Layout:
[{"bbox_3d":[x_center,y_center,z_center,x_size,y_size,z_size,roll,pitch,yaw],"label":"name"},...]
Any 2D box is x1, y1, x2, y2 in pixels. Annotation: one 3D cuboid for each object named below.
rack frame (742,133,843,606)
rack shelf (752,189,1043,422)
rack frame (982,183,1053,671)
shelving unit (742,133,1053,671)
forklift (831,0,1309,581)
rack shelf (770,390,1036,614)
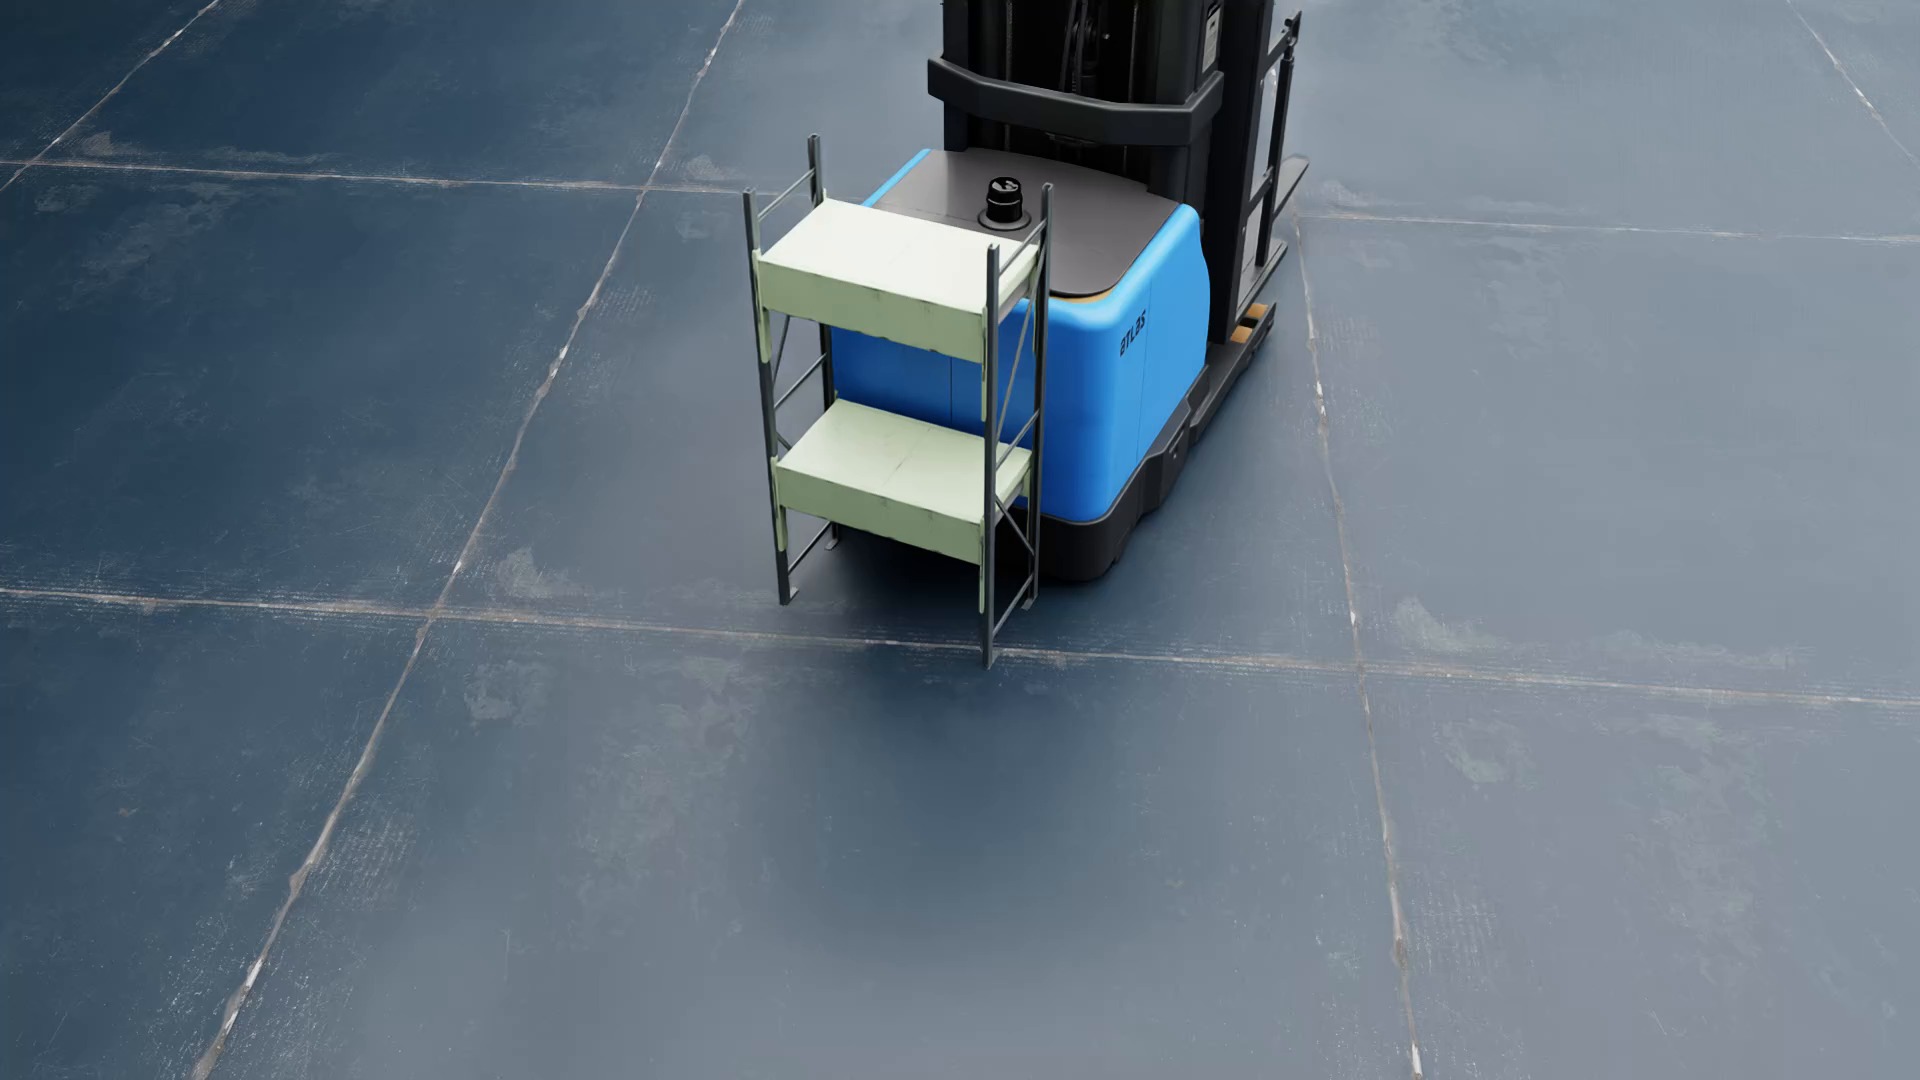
[{"bbox_3d":[-0.501,-0.480,5.152,0.023,1.500,0.400,16,42,19],"label":"rack frame"},{"bbox_3d":[-0.169,-0.685,4.786,0.720,0.370,0.431,16,42,19],"label":"rack shelf"},{"bbox_3d":[0.163,-0.285,4.912,0.023,1.500,0.400,16,42,19],"label":"rack frame"},{"bbox_3d":[-0.169,-0.383,5.032,0.755,1.500,0.431,16,42,19],"label":"shelving unit"},{"bbox_3d":[0.621,-1.927,5.795,1.130,2.935,3.031,17,42,20],"label":"forklift"},{"bbox_3d":[-0.169,-0.130,5.238,0.720,0.370,0.431,16,42,19],"label":"rack shelf"}]
